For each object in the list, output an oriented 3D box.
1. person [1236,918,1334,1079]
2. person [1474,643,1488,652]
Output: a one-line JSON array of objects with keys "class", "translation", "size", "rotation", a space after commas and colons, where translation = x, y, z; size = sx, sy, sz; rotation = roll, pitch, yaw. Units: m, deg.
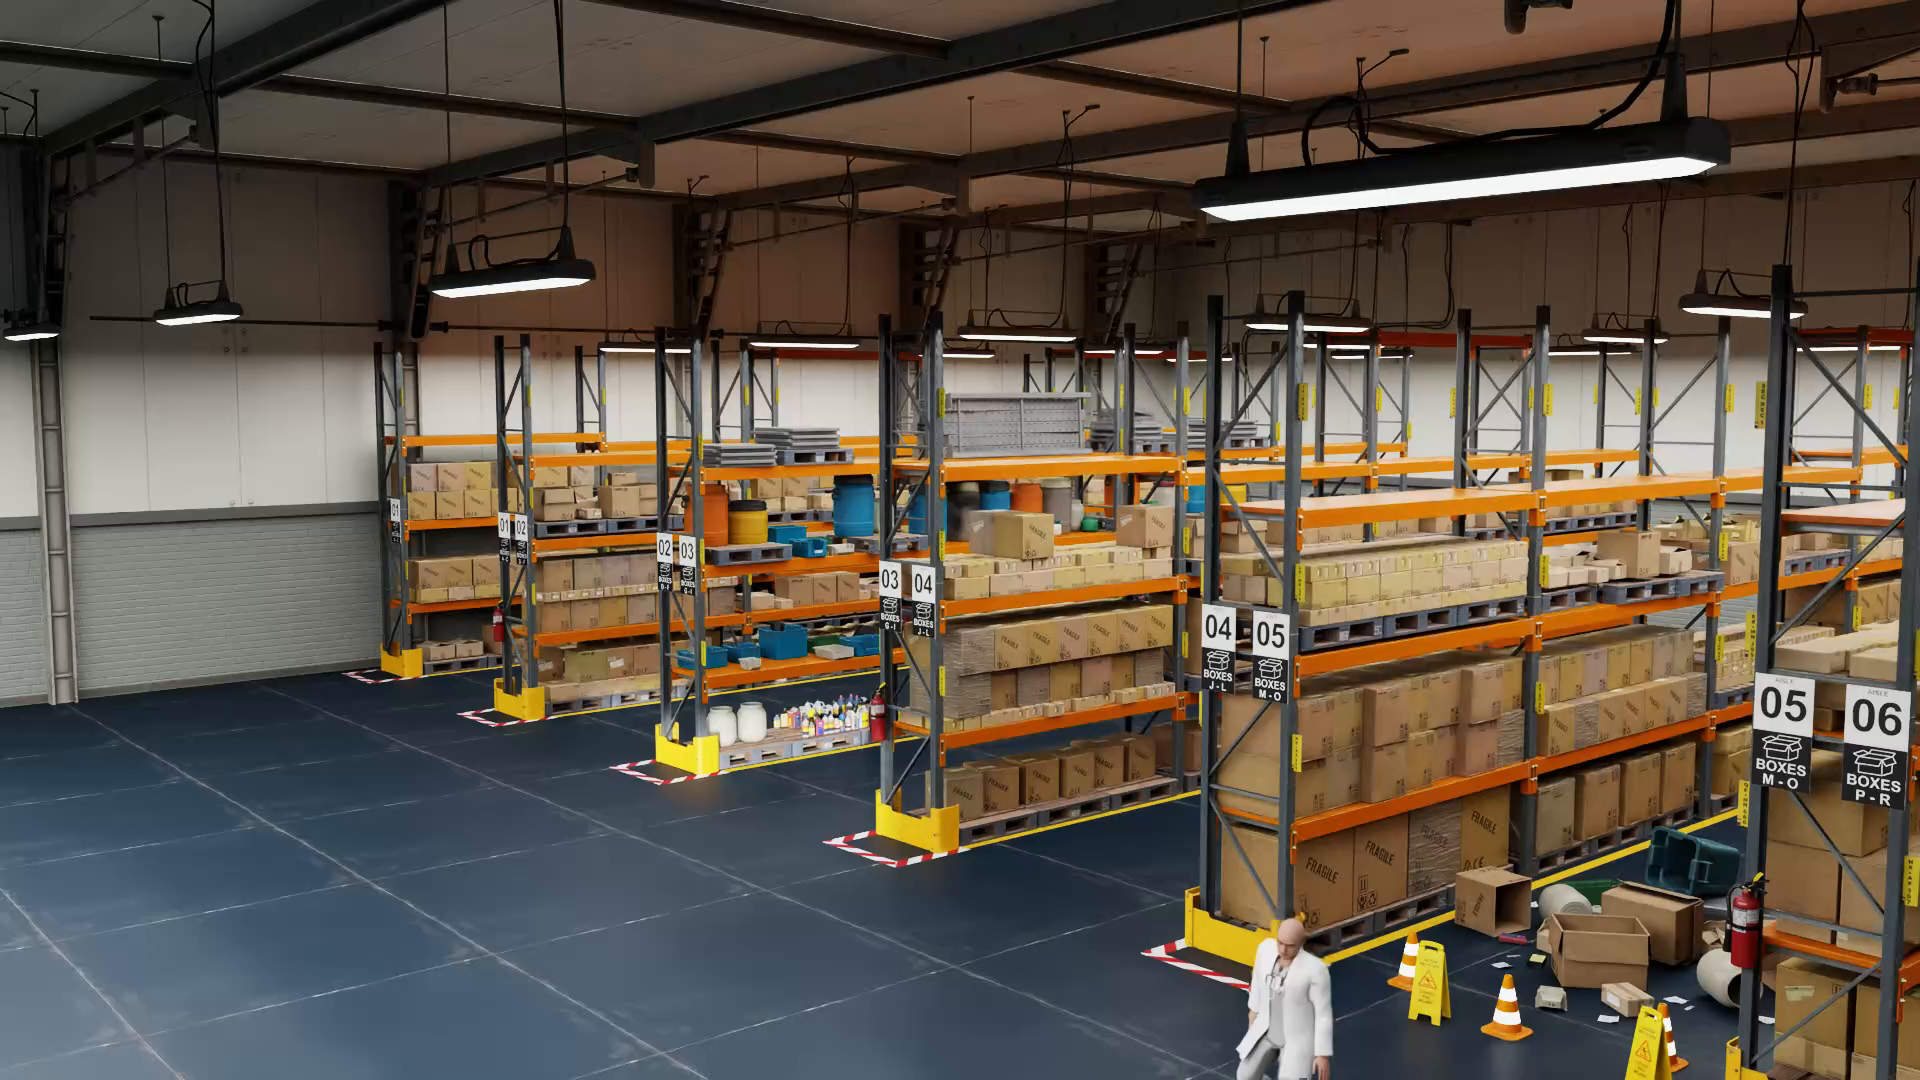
[{"class": "person", "translation": [2.205, 3.292, 11.161], "size": [0.835, 1.700, 0.654], "rotation": [4, 7, 40]}, {"class": "person", "translation": [7.353, 2.232, 23.426], "size": [0.466, 1.670, 0.804], "rotation": [5, 7, 41]}]
